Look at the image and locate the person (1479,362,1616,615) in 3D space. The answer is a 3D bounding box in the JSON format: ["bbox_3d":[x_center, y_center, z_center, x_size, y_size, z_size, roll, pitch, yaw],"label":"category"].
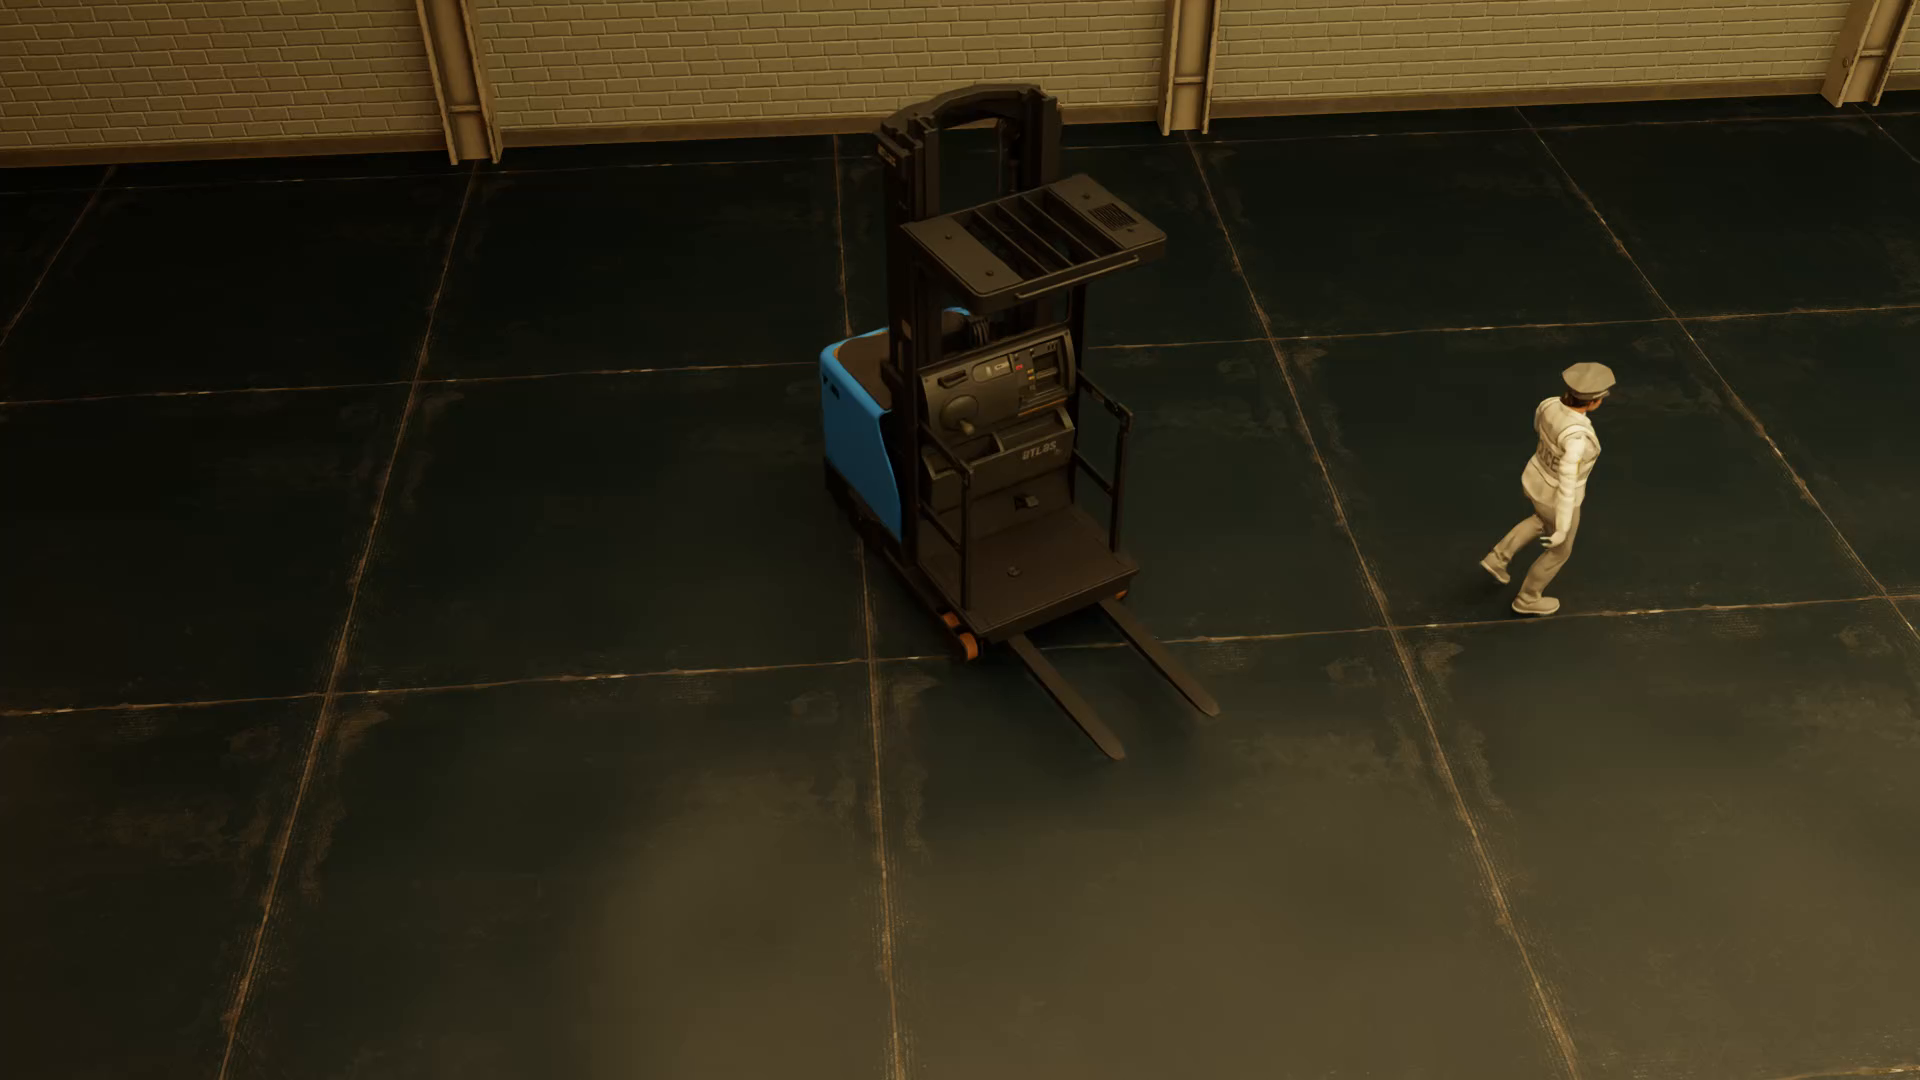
[{"bbox_3d":[3.274,-0.259,9.232,0.459,1.650,0.673,-7,41,-9],"label":"person"}]

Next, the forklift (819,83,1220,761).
[{"bbox_3d":[0.324,-0.773,8.841,1.130,2.935,3.031,-21,45,-23],"label":"forklift"}]
